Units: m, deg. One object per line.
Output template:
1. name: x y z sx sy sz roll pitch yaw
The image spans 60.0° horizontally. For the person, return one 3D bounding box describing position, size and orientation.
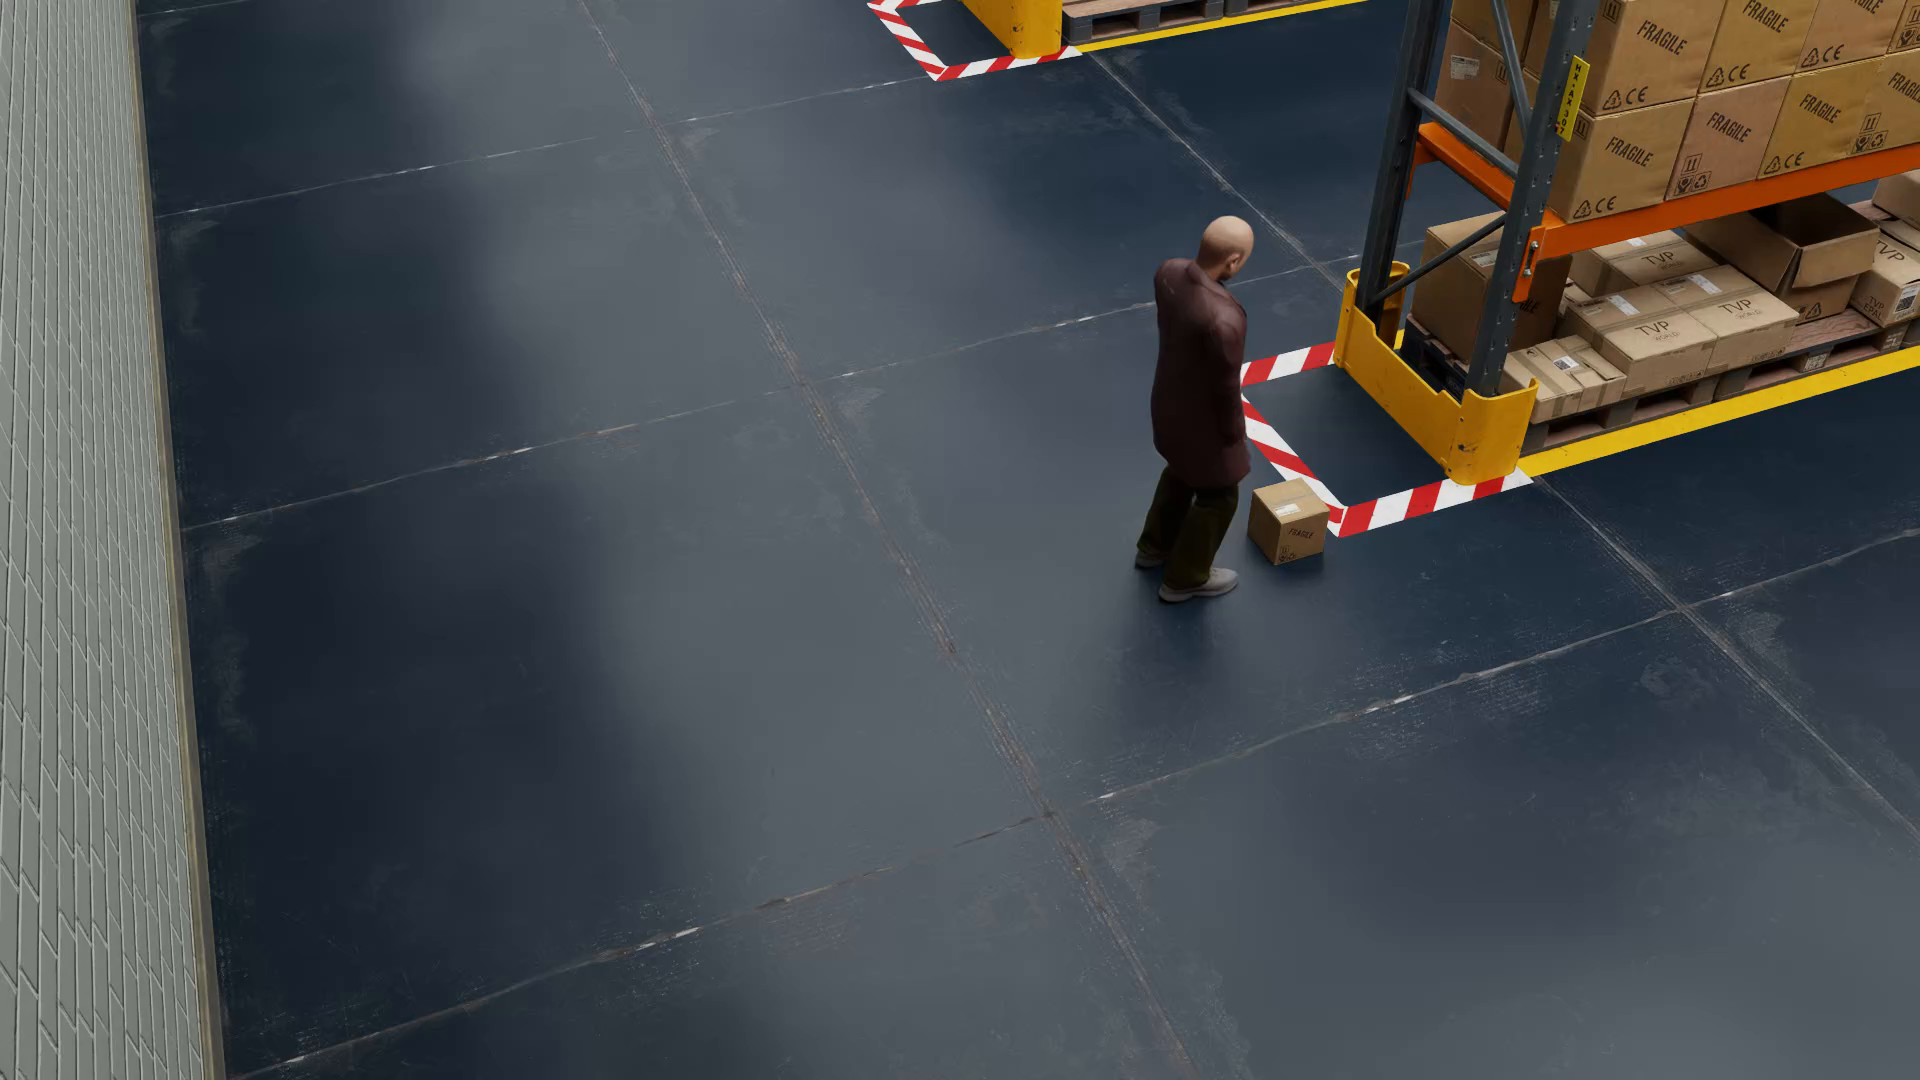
1. person: 0.980 -0.534 6.805 0.389 1.759 0.575 -14 43 -16
